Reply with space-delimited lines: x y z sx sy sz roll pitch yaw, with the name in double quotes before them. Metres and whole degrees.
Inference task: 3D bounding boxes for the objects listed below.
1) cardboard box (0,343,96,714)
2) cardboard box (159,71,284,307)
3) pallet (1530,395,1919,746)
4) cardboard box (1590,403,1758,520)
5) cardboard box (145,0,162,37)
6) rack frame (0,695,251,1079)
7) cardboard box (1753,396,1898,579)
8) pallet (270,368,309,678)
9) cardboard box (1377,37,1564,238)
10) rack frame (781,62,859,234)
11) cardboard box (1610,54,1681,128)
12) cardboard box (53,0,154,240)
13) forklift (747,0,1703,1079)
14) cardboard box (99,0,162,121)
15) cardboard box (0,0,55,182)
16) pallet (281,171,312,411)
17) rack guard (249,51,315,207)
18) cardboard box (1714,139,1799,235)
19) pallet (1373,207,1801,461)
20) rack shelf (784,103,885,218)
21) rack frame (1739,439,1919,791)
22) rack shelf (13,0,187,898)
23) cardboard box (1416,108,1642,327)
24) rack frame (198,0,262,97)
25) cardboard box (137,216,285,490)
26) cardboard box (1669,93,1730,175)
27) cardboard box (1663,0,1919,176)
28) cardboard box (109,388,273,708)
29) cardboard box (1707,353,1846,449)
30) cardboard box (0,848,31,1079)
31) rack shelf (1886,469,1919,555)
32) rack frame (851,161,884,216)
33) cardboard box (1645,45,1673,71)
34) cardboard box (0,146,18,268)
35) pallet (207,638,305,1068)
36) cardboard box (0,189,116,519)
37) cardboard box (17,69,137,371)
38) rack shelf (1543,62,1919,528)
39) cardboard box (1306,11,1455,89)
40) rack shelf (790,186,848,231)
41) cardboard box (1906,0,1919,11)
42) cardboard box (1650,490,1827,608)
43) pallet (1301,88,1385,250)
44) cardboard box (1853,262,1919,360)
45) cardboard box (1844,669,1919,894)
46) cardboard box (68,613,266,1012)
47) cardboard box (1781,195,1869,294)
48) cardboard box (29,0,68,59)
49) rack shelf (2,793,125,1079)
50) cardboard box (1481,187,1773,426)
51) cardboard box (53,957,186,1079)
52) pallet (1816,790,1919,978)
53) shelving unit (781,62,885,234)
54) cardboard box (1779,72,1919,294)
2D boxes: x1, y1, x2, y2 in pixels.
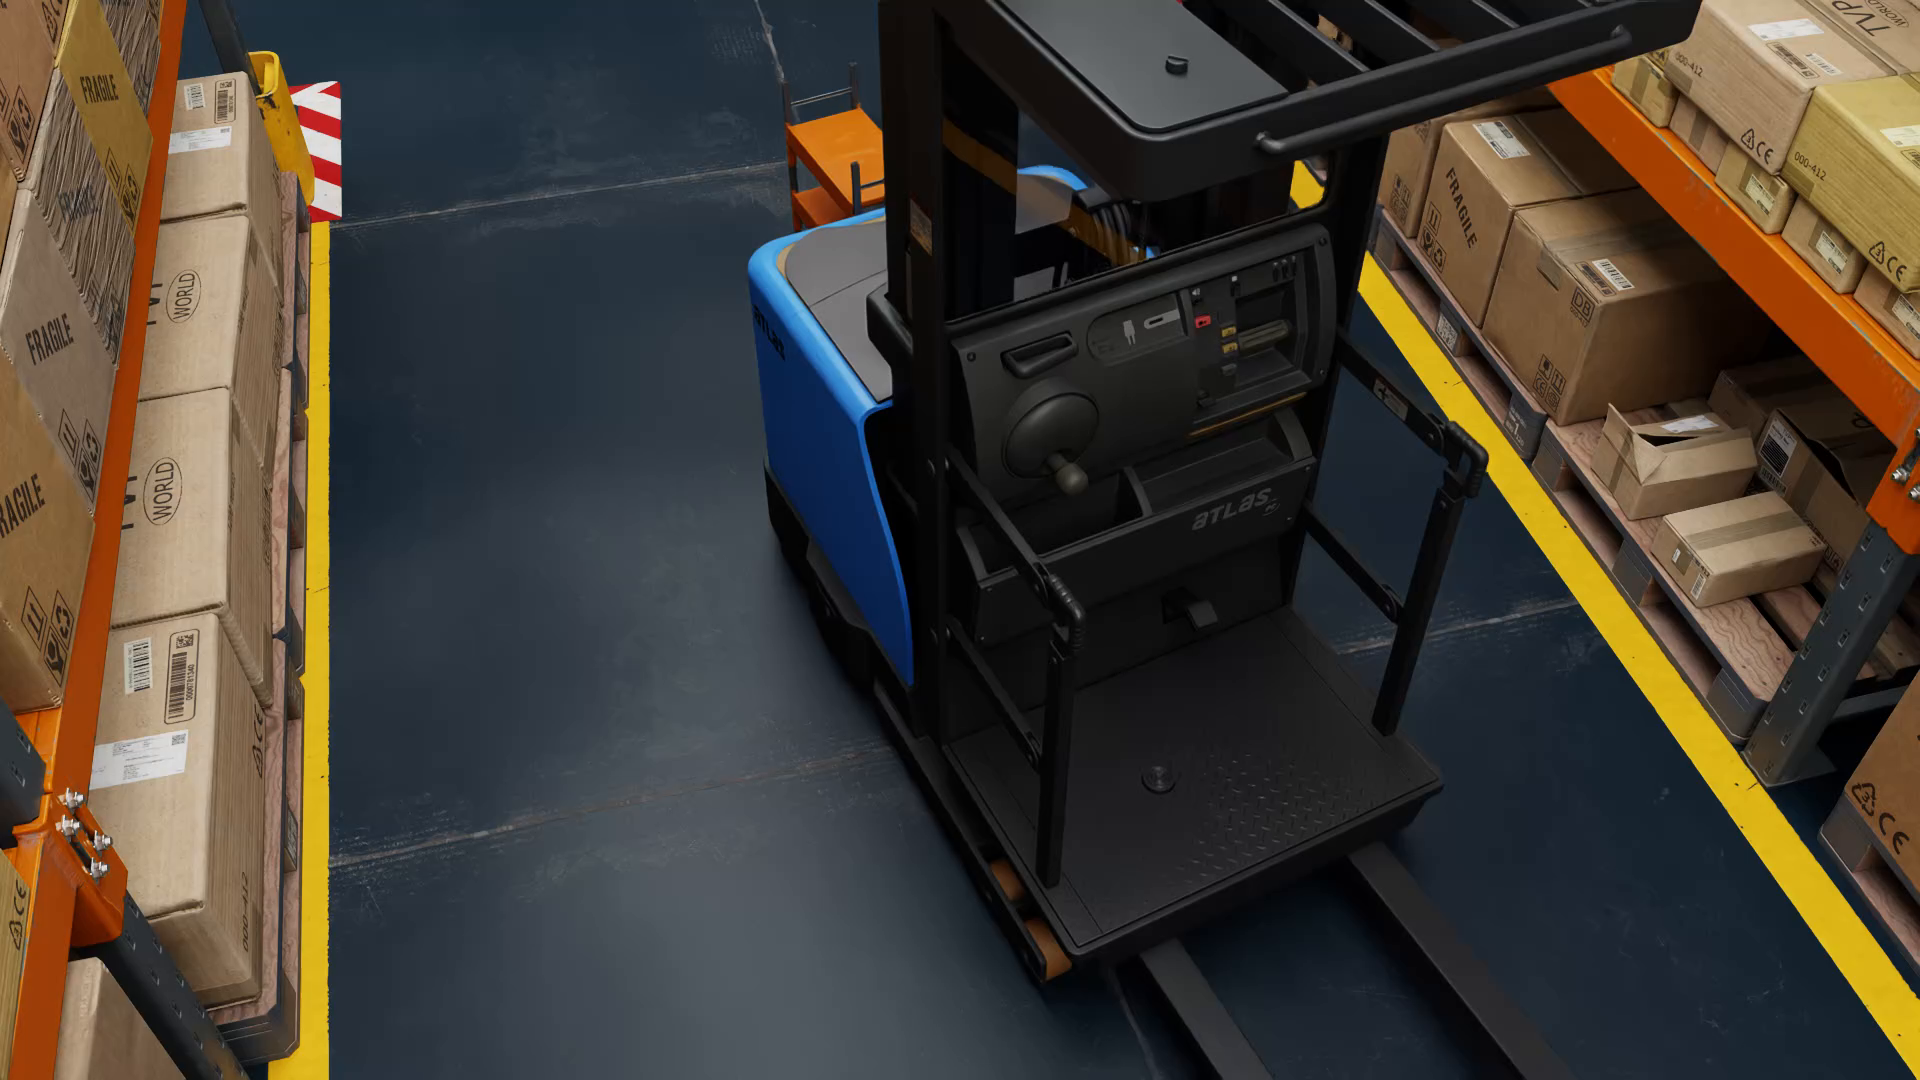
"cardboard box" -1.982 0.008 3.072 0.500 0.500 0.500 -9 46 -9
"cardboard box" -2.874 -1.160 5.786 0.875 0.438 0.875 -12 47 -12
"pallet" 2.507 0.006 5.096 1.003 0.211 1.213 -11 47 -10
"cardboard box" 2.164 -0.263 5.028 0.396 0.266 0.258 -9 46 -9
"cardboard box" -2.646 -1.748 4.793 0.500 0.500 0.500 -12 47 -11
"rack frame" -2.112 0.414 2.744 0.949 2.616 0.053 -11 47 -10
"cardboard box" 2.741 -0.201 4.935 0.500 0.311 0.500 -9 46 -9
"pallet" -2.550 0.007 5.095 1.003 0.211 1.213 -11 47 -10
"cardboard box" 1.904 -1.492 6.068 0.700 0.500 0.500 -9 46 -9
"rack frame" -0.417 -0.966 5.357 0.240 1.200 0.015 -20 49 -19
"cardboard box" 2.045 -1.290 4.590 0.380 0.149 0.250 -11 47 -11
"cardboard box" -2.360 -1.041 4.100 0.500 0.500 0.500 -9 46 -9
"forklift" 0.525 -0.297 3.489 1.130 2.935 3.031 -20 49 -19
"cardboard box" -2.505 -1.395 4.447 0.500 0.500 0.500 -9 46 -9
"cardboard box" -2.246 -1.049 3.408 0.500 0.500 0.500 -10 46 -10
"pallet" -2.859 -0.833 5.919 1.003 0.211 1.213 -11 47 -10
"rack guard" -3.145 -1.489 6.359 1.175 0.500 0.348 -11 47 -10
"cardboard box" 2.179 -0.932 4.239 0.380 0.149 0.250 -10 46 -9
"pallet" 2.191 -0.838 5.923 1.003 0.211 1.213 -11 47 -10
"rack shelf" -0.305 -1.087 4.925 0.258 0.148 0.480 -20 49 -19
"rack frame" 2.682 -0.496 3.635 1.000 3.000 0.127 -11 47 -10
"rack shelf" -2.627 -0.714 4.354 1.077 0.370 4.000 -11 47 -10
"cardboard box" 1.943 -1.109 5.693 0.500 0.500 0.500 -10 46 -10
"rack frame" -3.139 -2.347 5.450 1.000 3.000 0.127 -11 47 -10
"cardboard box" -2.631 -0.530 5.169 0.875 0.438 0.875 -10 46 -9
"cardboard box" 2.138 -1.118 4.422 0.380 0.149 0.250 -10 46 -9
"cardboard box" 2.173 -1.197 4.220 0.500 0.250 0.500 -11 47 -10
"cardboard box" -2.402 0.093 4.558 0.875 0.438 0.875 -12 47 -11
"cardboard box" 2.630 -0.443 5.286 0.380 0.149 0.250 -11 47 -11
"cardboard box" -1.757 0.731 2.539 0.500 0.250 0.500 -12 47 -11
"rack shelf" 3.194 1.137 2.539 1.077 0.370 4.000 -11 47 -10
"rack frame" -0.193 -0.657 5.053 0.240 1.200 0.015 -20 49 -19
"cardboard box" 2.058 -1.544 4.560 0.500 0.250 0.500 -11 47 -11
"cardboard box" -2.126 -0.693 3.059 0.500 0.500 0.500 -11 47 -11
"pallet" -2.234 0.851 4.268 1.003 0.211 1.213 -11 47 -10
"cardboard box" -2.107 -0.340 3.413 0.500 0.500 0.500 -10 47 -10
"cardboard box" -2.228 -0.685 3.751 0.500 0.500 0.500 -10 47 -10
"rack shelf" 2.170 -1.625 5.246 1.077 0.370 4.000 -11 47 -10
"cardboard box" 1.723 -2.091 6.653 0.797 0.503 0.637 -12 47 -12
"rack shelf" -0.305 -0.921 5.093 0.258 0.148 0.480 -20 49 -19
"cardboard box" 2.681 -1.283 4.304 0.500 0.250 0.500 -11 47 -11
"cardboard box" 2.256 0.024 4.828 0.380 0.149 0.250 -12 47 -12
"pallet" 1.883 -1.678 6.747 1.003 0.211 1.213 -11 47 -10
"cardboard box" 2.356 -0.582 3.896 0.380 0.149 0.250 -10 46 -10
"cardboard box" 2.588 0.607 4.011 0.500 0.500 0.500 -9 46 -9
"cardboard box" -2.172 0.711 3.953 0.875 0.438 0.875 -11 47 -11
"cardboard box" 2.269 -0.757 4.068 0.380 0.149 0.250 -10 46 -9
"cardboard box" -2.373 -1.398 3.749 0.500 0.500 0.500 -11 47 -11
"rack shelf" -1.603 2.047 1.647 1.077 0.370 4.000 -11 47 -10
"cardboard box" 2.170 -0.776 5.366 0.700 0.500 0.500 -12 47 -12
"cardboard box" -1.879 1.425 2.947 0.875 0.875 0.875 -9 46 -9
"pallet" 2.927 1.035 4.088 1.003 0.211 1.213 -11 47 -10
"shelving unit" -0.305 -0.811 5.205 0.258 1.200 0.503 -20 49 -19
"cardboard box" 2.316 -0.854 3.884 0.500 0.250 0.500 -10 46 -9
